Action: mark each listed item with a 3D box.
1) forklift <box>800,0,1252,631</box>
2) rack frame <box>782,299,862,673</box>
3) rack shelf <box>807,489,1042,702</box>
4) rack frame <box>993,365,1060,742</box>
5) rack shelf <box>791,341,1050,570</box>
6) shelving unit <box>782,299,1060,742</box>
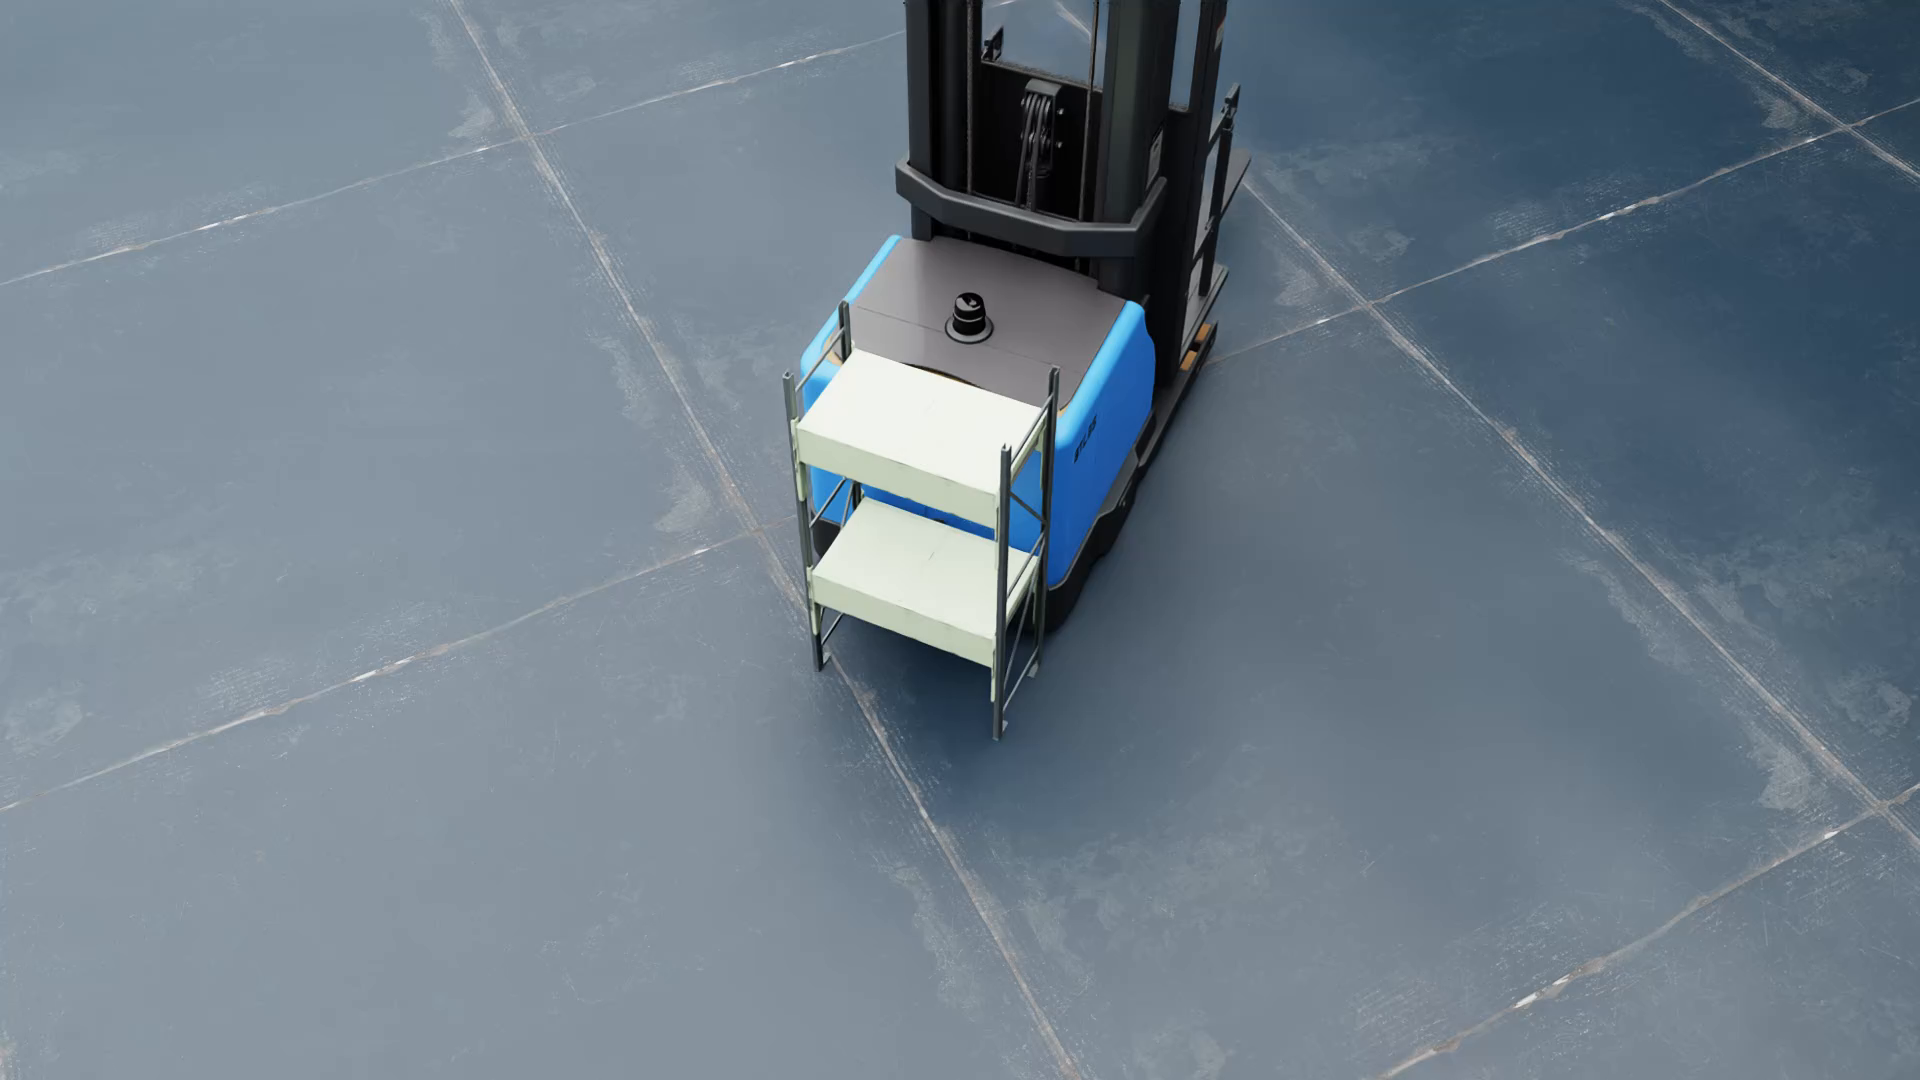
[{"bbox_3d":[0.482,-1.749,6.225,1.130,2.935,3.031,18,51,15],"label":"forklift"},{"bbox_3d":[-0.450,-0.138,5.767,0.023,1.500,0.400,19,52,16],"label":"rack frame"},{"bbox_3d":[-0.118,0.193,5.910,0.720,0.370,0.431,19,52,16],"label":"rack shelf"},{"bbox_3d":[0.213,0.095,5.563,0.023,1.500,0.400,19,52,16],"label":"rack frame"},{"bbox_3d":[-0.118,-0.278,5.371,0.720,0.370,0.431,19,52,16],"label":"rack shelf"},{"bbox_3d":[-0.118,-0.021,5.665,0.755,1.500,0.431,19,52,16],"label":"shelving unit"}]
